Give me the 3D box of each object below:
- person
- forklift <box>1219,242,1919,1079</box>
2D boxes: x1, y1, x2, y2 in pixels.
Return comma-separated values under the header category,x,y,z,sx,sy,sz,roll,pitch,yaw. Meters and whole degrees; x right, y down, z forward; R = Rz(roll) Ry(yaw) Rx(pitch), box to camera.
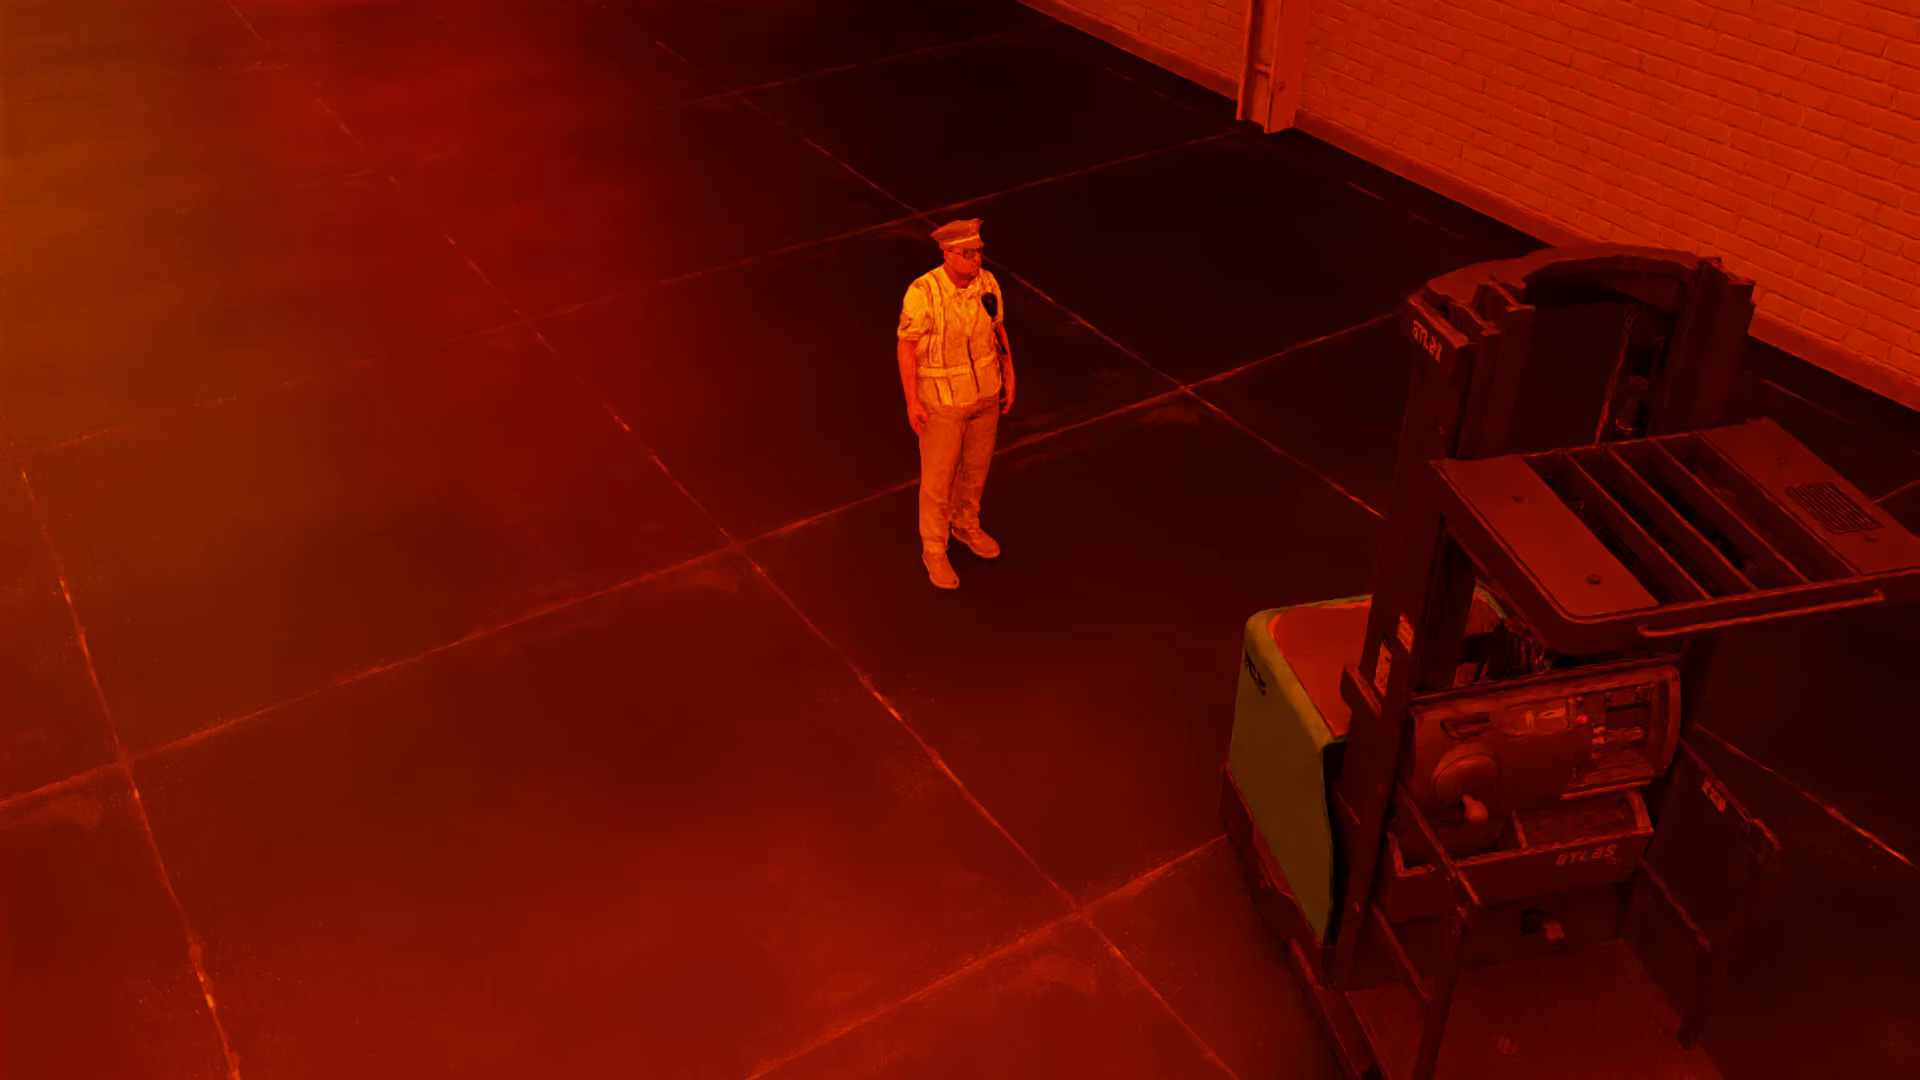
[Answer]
category,x,y,z,sx,sy,sz,roll,pitch,yaw
person,0.032,-0.693,8.123,0.640,1.777,0.574,-21,40,-27
forklift,1.919,0.718,5.126,1.130,2.935,3.031,-8,36,-11
